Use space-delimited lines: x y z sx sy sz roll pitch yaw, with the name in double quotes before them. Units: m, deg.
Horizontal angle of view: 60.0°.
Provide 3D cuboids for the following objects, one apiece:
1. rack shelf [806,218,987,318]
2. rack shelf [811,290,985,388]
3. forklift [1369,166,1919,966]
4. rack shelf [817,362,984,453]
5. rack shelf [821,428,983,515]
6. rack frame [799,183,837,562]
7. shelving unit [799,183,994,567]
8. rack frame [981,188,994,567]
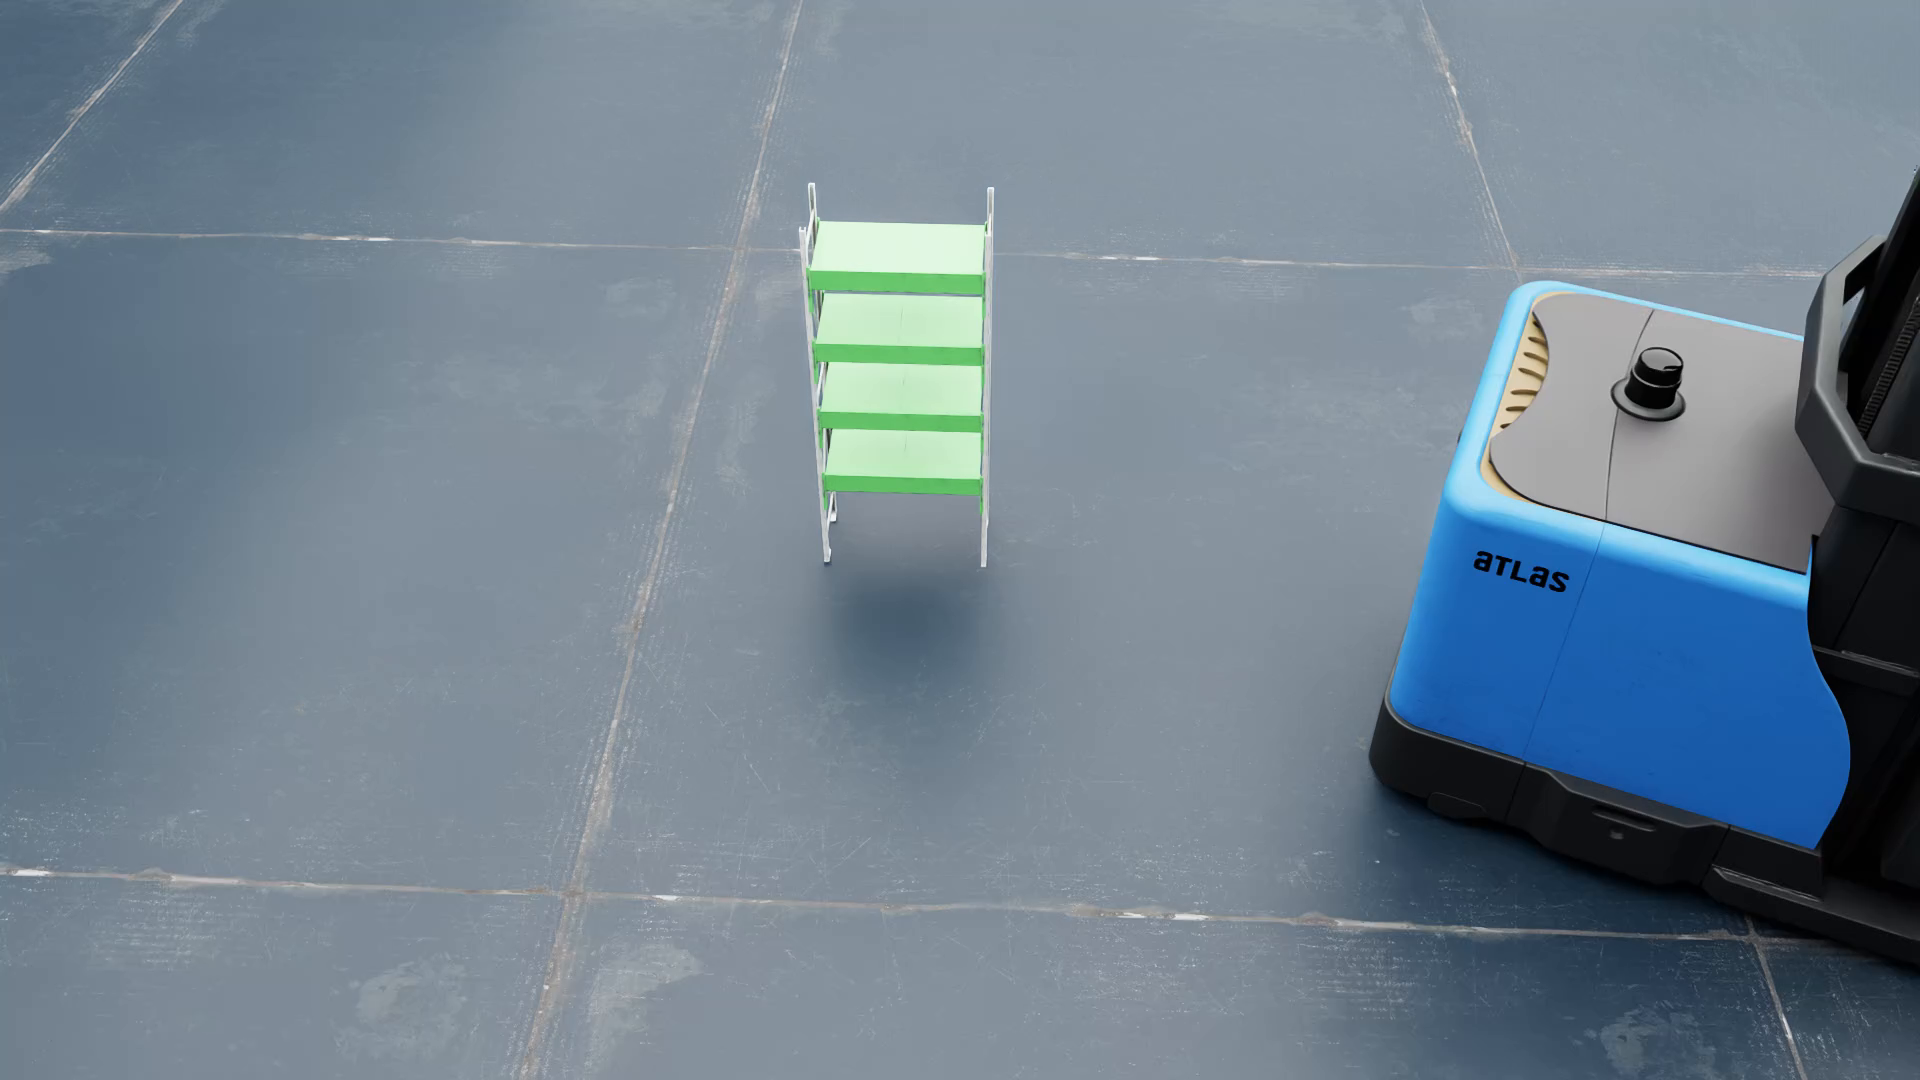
"rack shelf" -0.165 -0.749 4.563 0.480 0.148 0.258 2 43 2
"rack shelf" -0.165 -0.573 4.726 0.480 0.148 0.258 2 43 2
"forklift" 2.672 -0.295 3.416 3.031 2.935 1.130 17 45 17
"rack shelf" -0.165 -0.397 4.890 0.480 0.148 0.258 2 43 2
"rack shelf" -0.165 -0.222 5.054 0.480 0.148 0.258 2 43 2
"rack frame" -0.409 -0.452 4.855 0.015 1.200 0.240 2 43 2
"shelving unit" -0.165 -0.444 4.846 0.503 1.200 0.258 2 43 2
"rack frame" 0.078 -0.437 4.838 0.015 1.200 0.240 2 43 2
